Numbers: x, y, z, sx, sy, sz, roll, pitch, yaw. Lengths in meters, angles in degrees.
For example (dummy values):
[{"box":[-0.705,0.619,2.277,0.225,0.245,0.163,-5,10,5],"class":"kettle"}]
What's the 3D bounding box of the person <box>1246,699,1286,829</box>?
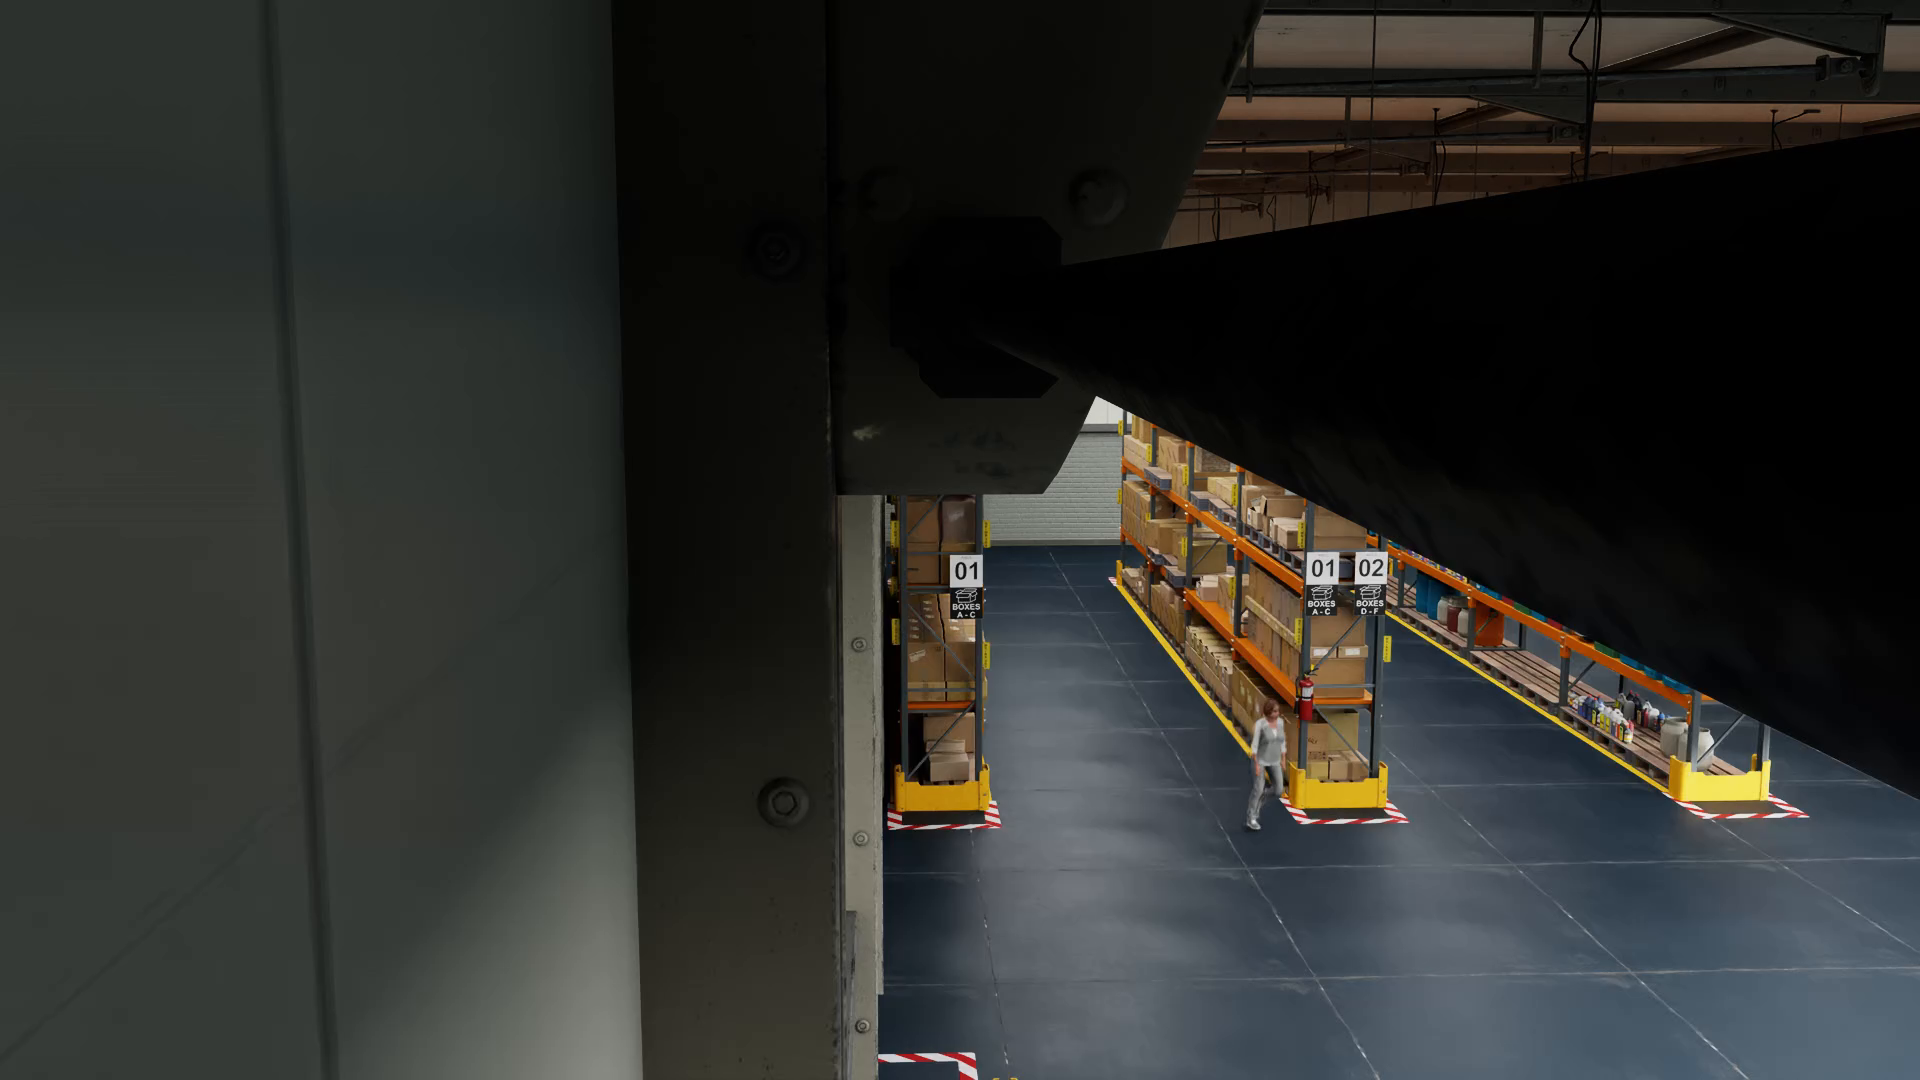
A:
[{"box":[3.643,2.638,19.759,0.465,1.573,0.447,-3,9,-21],"class":"person"}]
